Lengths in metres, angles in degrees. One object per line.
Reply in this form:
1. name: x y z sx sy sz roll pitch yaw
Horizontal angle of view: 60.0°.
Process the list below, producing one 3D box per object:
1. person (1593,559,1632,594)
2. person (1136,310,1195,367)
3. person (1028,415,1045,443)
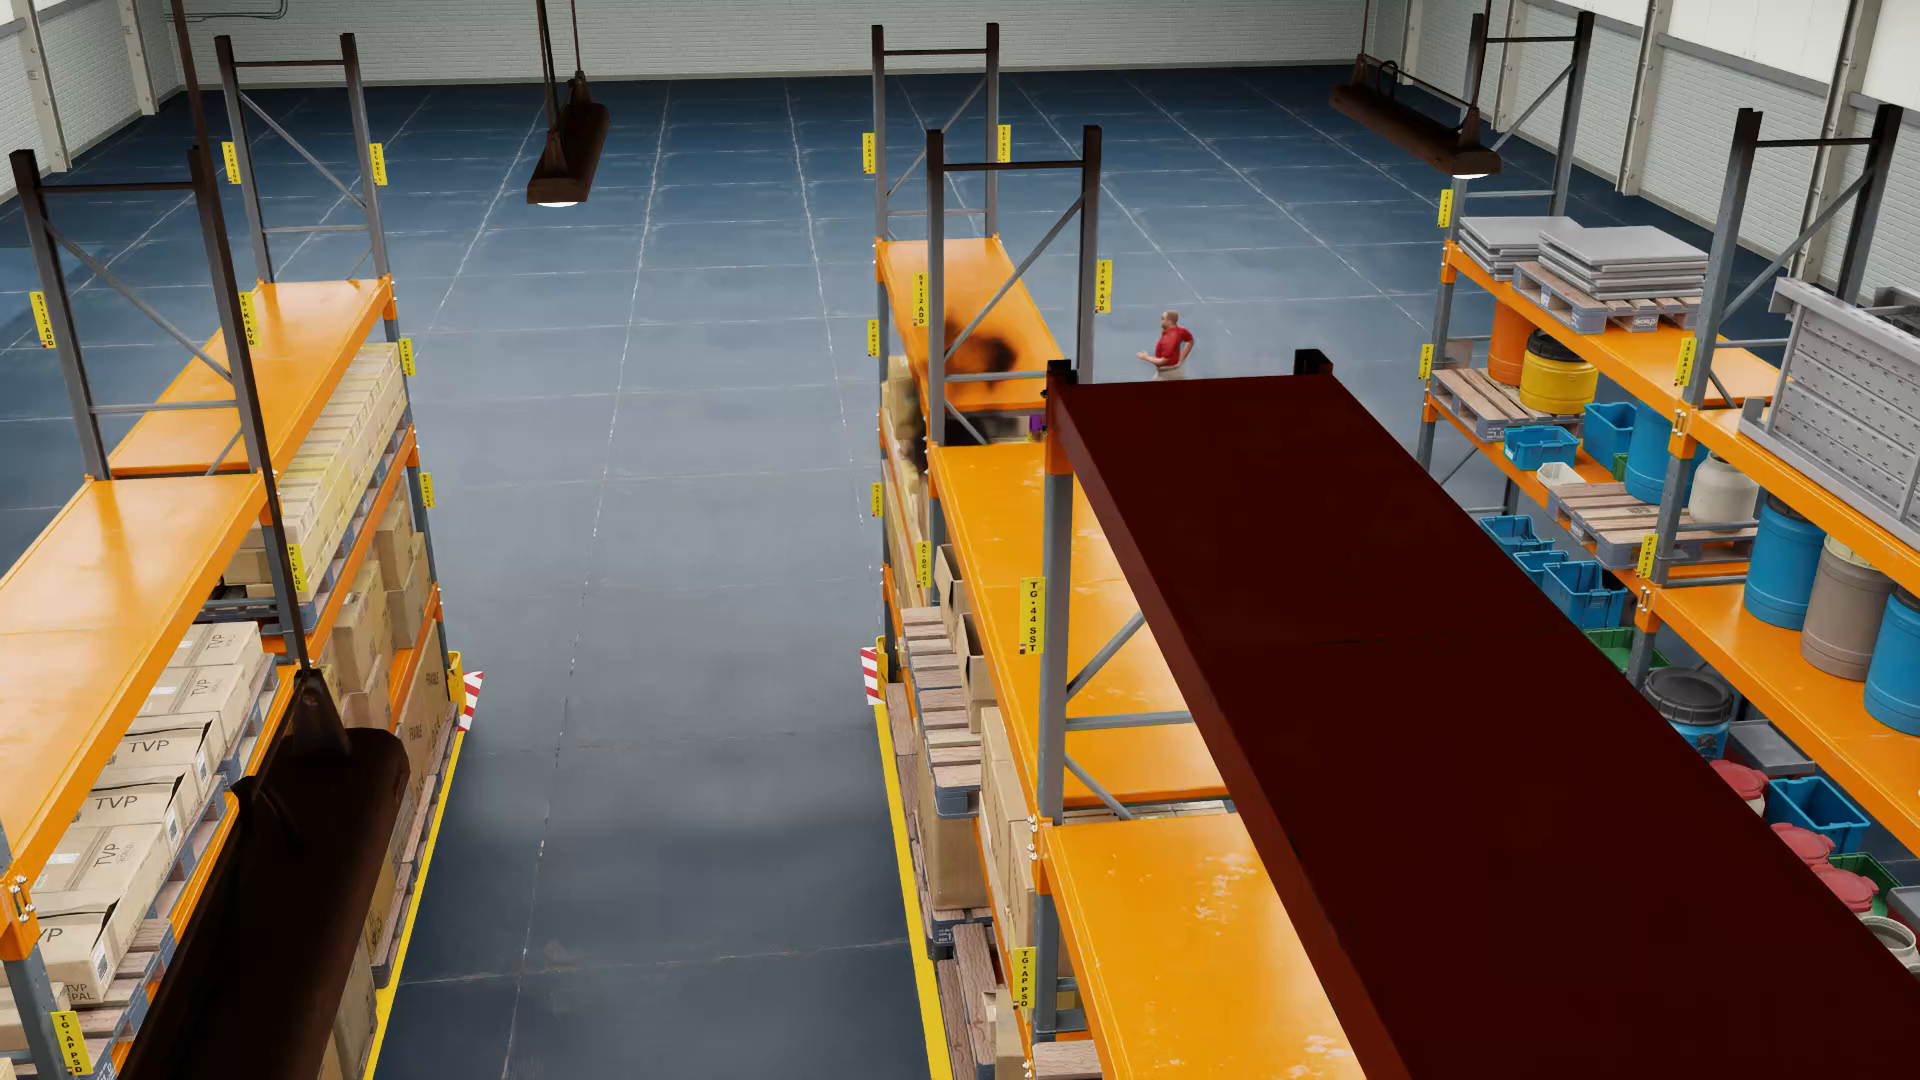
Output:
1. person: 6.173 0.069 15.363 0.674 0.858 0.552 -5 26 -11
2. person: 2.543 -2.440 20.625 0.709 0.879 0.627 4 26 9
3. person: 0.760 -1.355 18.430 0.507 0.847 0.708 9 27 19
